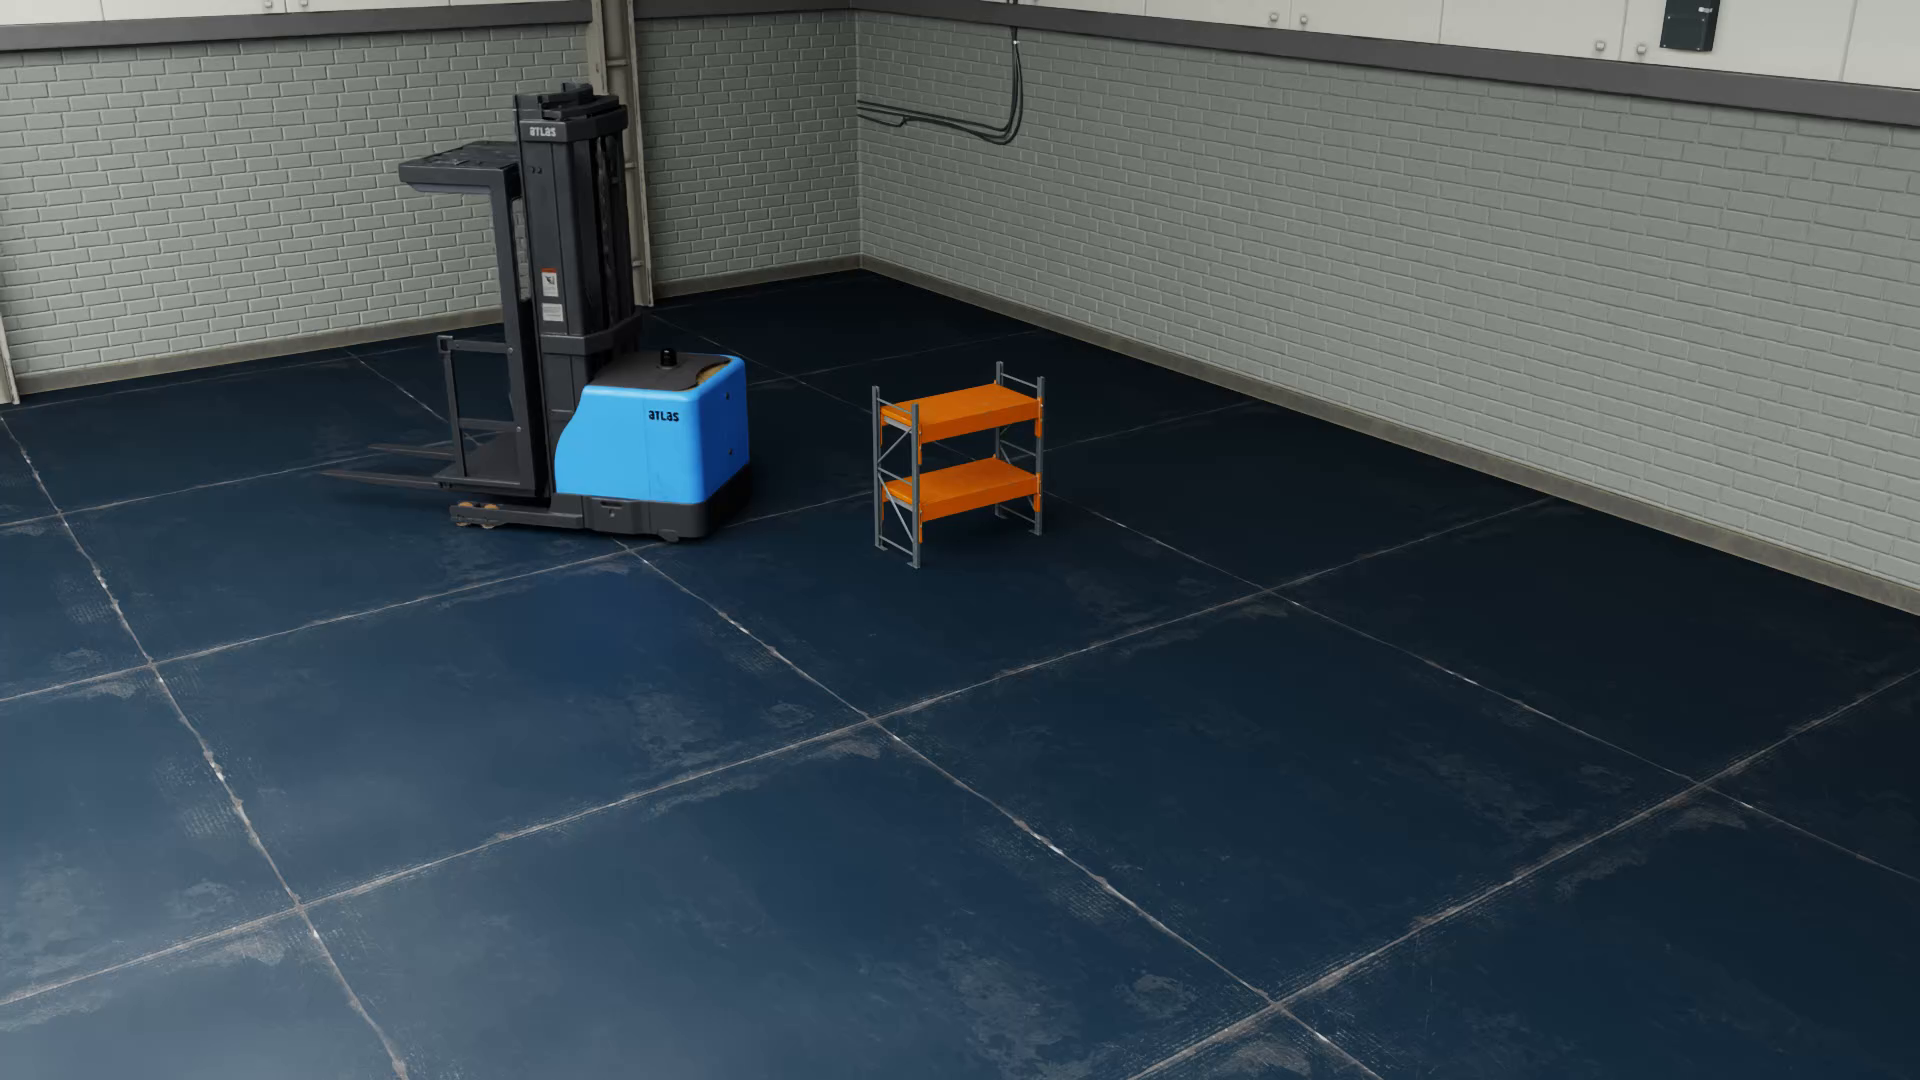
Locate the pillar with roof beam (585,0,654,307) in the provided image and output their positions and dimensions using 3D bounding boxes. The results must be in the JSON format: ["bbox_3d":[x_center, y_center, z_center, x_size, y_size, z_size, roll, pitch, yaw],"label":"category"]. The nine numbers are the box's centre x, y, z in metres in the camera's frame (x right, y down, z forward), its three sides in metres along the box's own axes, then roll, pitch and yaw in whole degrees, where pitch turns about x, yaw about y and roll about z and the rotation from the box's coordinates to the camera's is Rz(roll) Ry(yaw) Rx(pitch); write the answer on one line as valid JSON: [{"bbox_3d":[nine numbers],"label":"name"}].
[{"bbox_3d":[-0.972,-5.366,12.702,0.400,9.000,9.100,-15,26,-33],"label":"pillar with roof beam"}]

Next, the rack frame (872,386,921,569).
[{"bbox_3d":[-0.418,-0.411,10.908,0.032,1.125,0.500,-15,26,-33],"label":"rack frame"}]

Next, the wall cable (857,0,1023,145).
[{"bbox_3d":[-0.323,-5.459,17.124,0.112,2.526,3.097,-15,26,-33],"label":"wall cable"}]

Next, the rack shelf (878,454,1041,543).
[{"bbox_3d":[-0.005,-0.294,11.275,1.000,0.278,0.538,-15,26,-33],"label":"rack shelf"}]

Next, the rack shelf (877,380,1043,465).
[{"bbox_3d":[-0.005,-0.793,11.076,1.000,0.278,0.538,-15,26,-33],"label":"rack shelf"}]

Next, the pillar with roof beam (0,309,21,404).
[{"bbox_3d":[-5.843,-4.067,9.447,0.400,9.000,9.100,-15,26,-33],"label":"pillar with roof beam"}]

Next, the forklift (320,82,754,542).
[{"bbox_3d":[-3.076,-1.623,11.508,3.031,2.935,1.130,5,22,13],"label":"forklift"}]

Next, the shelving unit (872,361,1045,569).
[{"bbox_3d":[-0.005,-0.521,11.184,1.048,1.125,0.538,-15,26,-33],"label":"shelving unit"}]

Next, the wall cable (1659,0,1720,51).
[{"bbox_3d":[5.209,-5.621,8.752,0.169,6.003,2.305,-15,26,-33],"label":"wall cable"}]

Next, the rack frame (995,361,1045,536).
[{"bbox_3d":[0.407,-0.631,11.460,0.032,1.125,0.500,-15,26,-33],"label":"rack frame"}]
